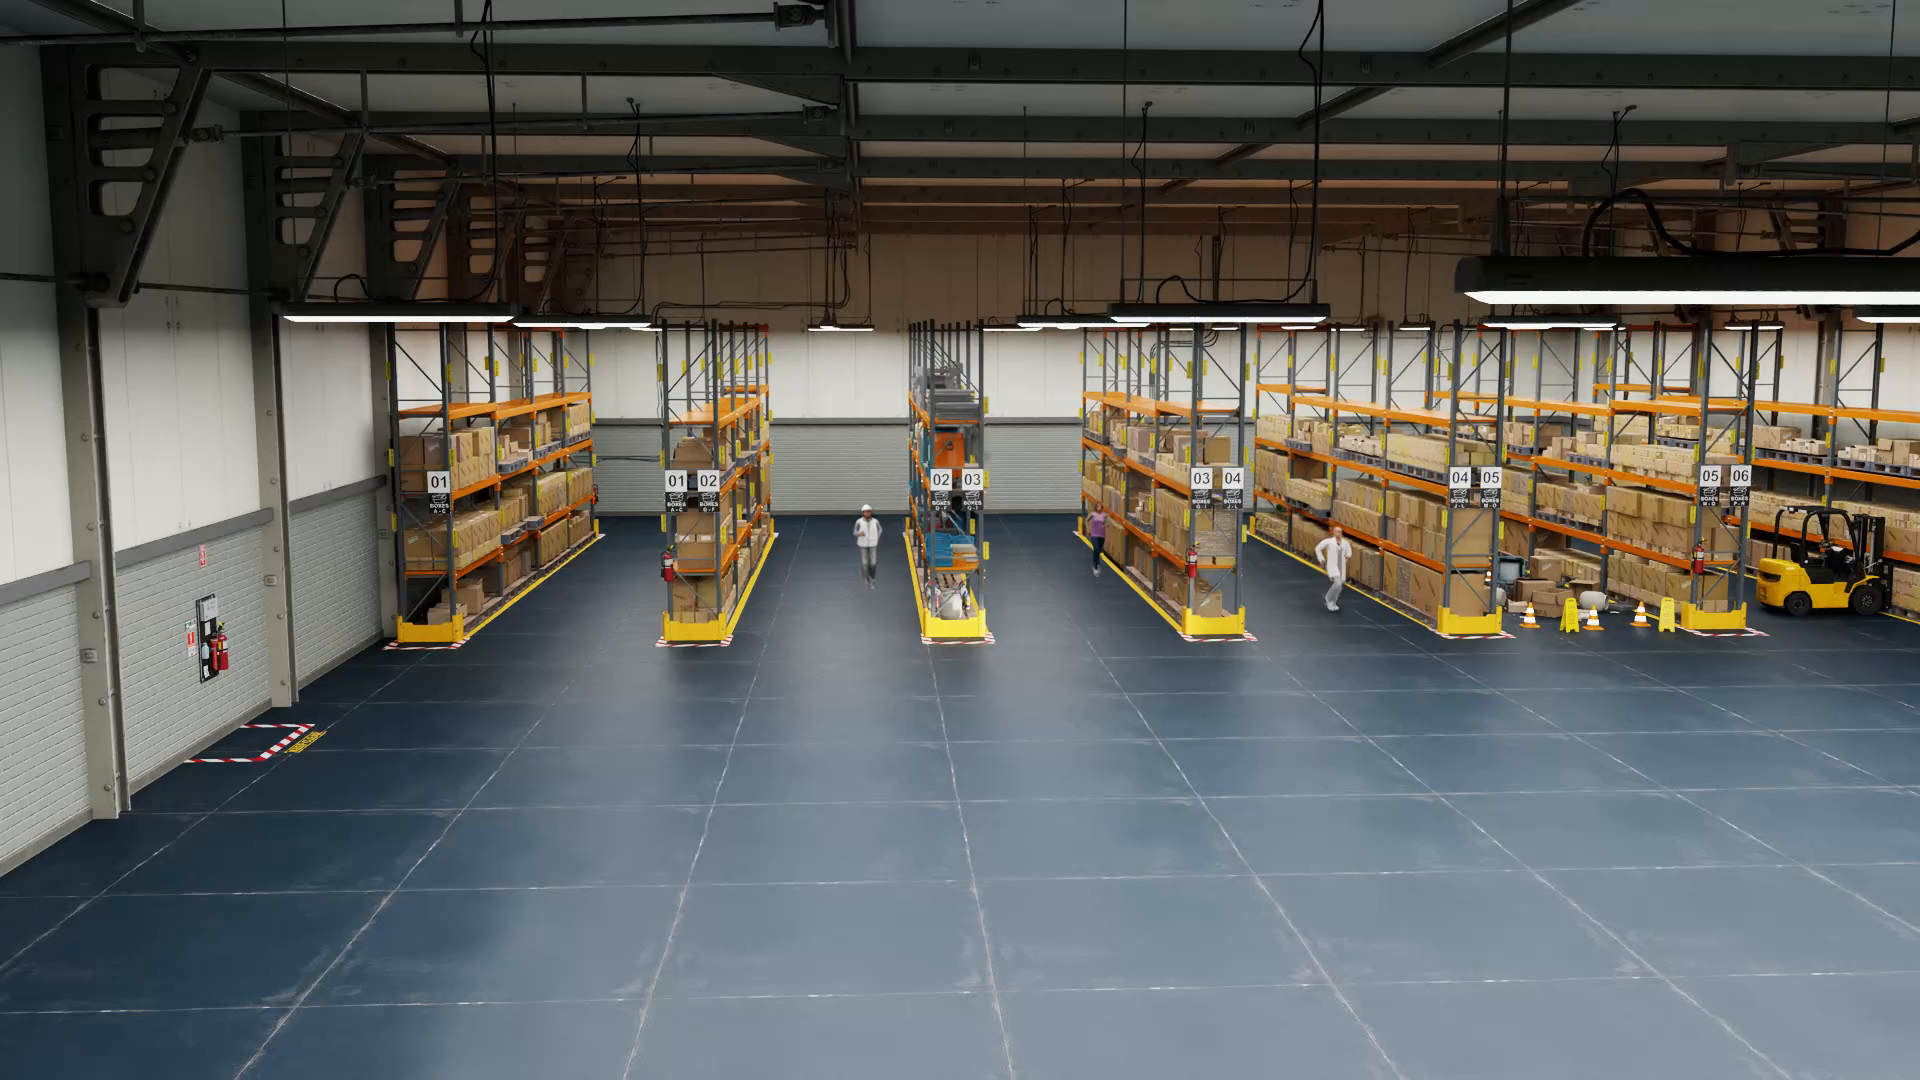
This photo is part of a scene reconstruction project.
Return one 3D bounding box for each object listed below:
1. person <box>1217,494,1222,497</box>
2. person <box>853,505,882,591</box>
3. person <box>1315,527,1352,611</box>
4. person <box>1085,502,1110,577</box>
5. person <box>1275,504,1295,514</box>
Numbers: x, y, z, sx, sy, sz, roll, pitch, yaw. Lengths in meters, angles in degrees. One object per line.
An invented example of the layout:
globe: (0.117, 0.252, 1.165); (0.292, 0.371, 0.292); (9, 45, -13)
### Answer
person: (7.344, -0.739, 45.849); (0.586, 1.679, 0.877); (1, 7, 7)
person: (-1.969, 0.172, 35.778); (0.640, 1.855, 0.670); (-1, 7, -8)
person: (7.795, 0.598, 34.398); (0.697, 1.746, 0.676); (-2, 7, -19)
person: (3.144, -0.017, 37.883); (0.503, 1.674, 0.684); (-2, 7, -14)
person: (9.581, -1.236, 49.261); (0.712, 1.785, 0.861); (-7, 10, -44)
